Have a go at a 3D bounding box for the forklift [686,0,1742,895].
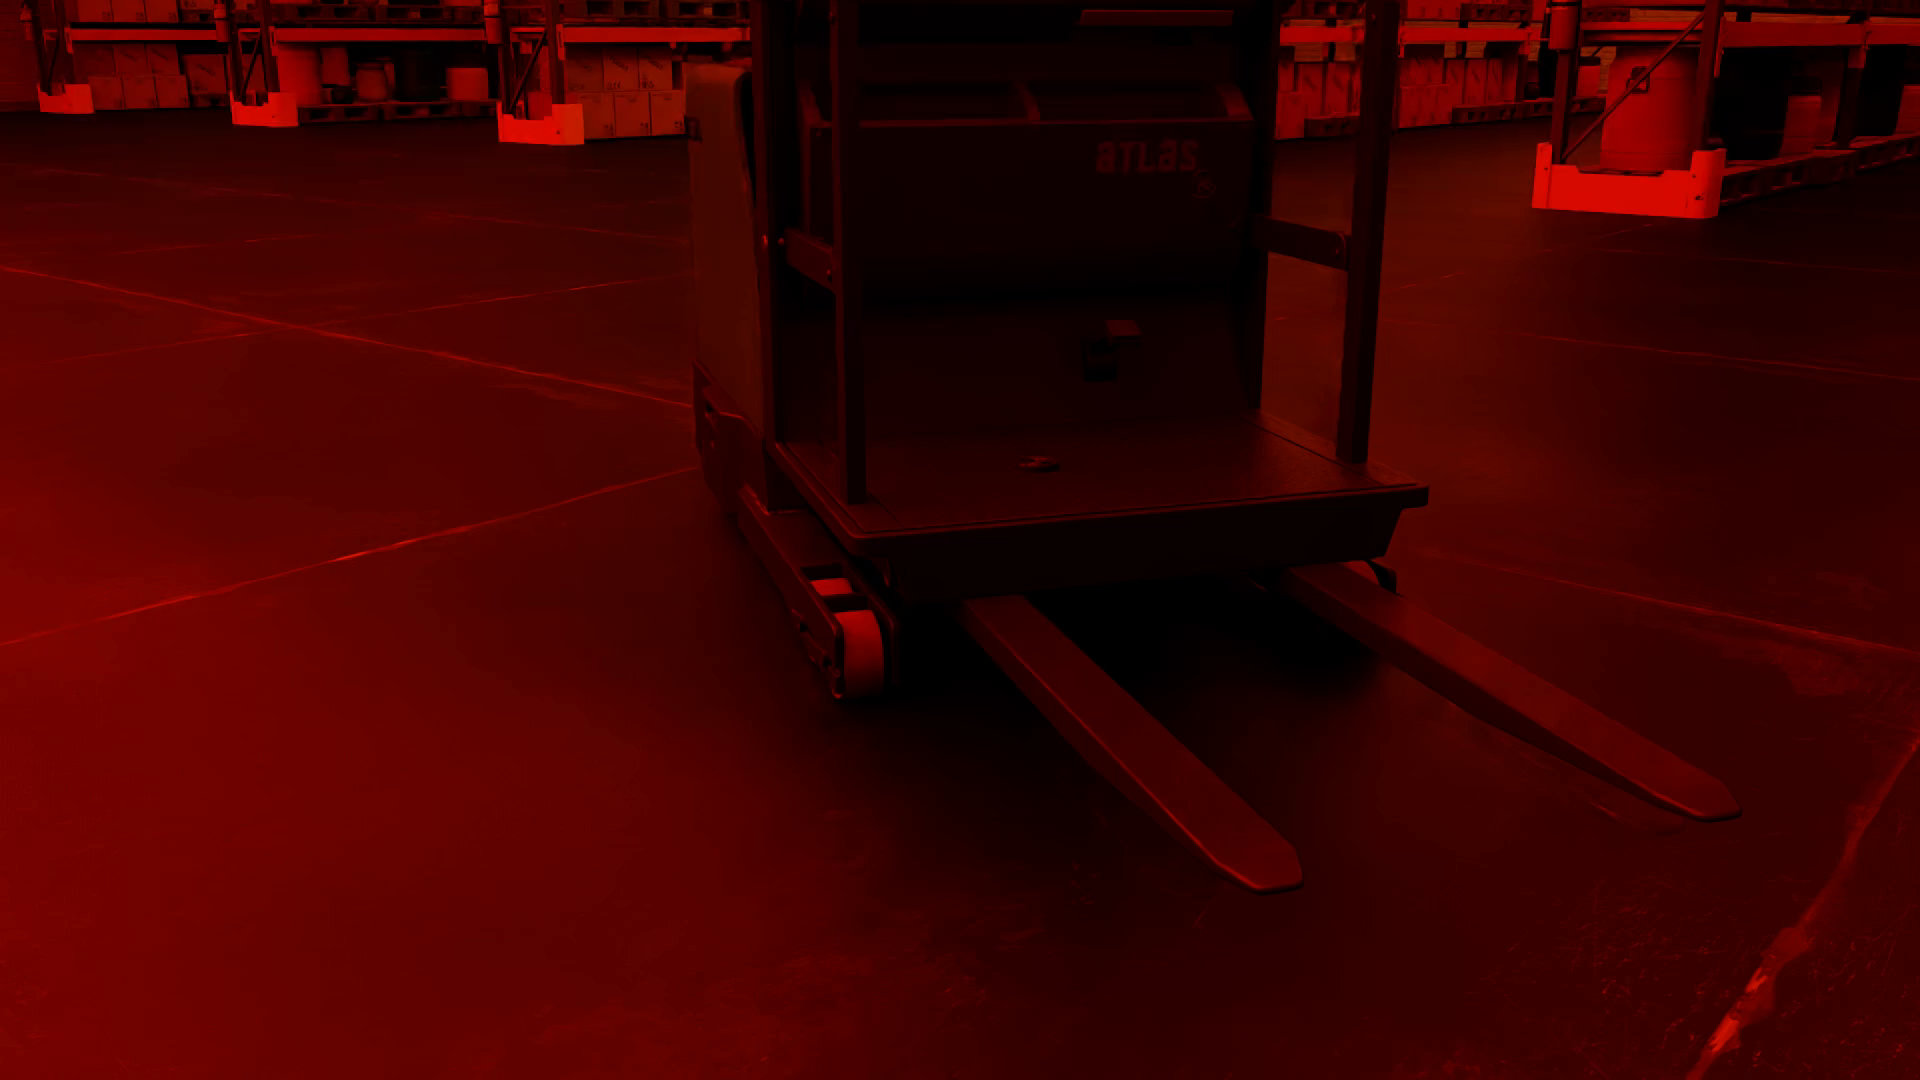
[{"bbox_3d":[0.203,-1.242,2.989,1.130,2.935,3.031,-5,18,-17],"label":"forklift"}]
